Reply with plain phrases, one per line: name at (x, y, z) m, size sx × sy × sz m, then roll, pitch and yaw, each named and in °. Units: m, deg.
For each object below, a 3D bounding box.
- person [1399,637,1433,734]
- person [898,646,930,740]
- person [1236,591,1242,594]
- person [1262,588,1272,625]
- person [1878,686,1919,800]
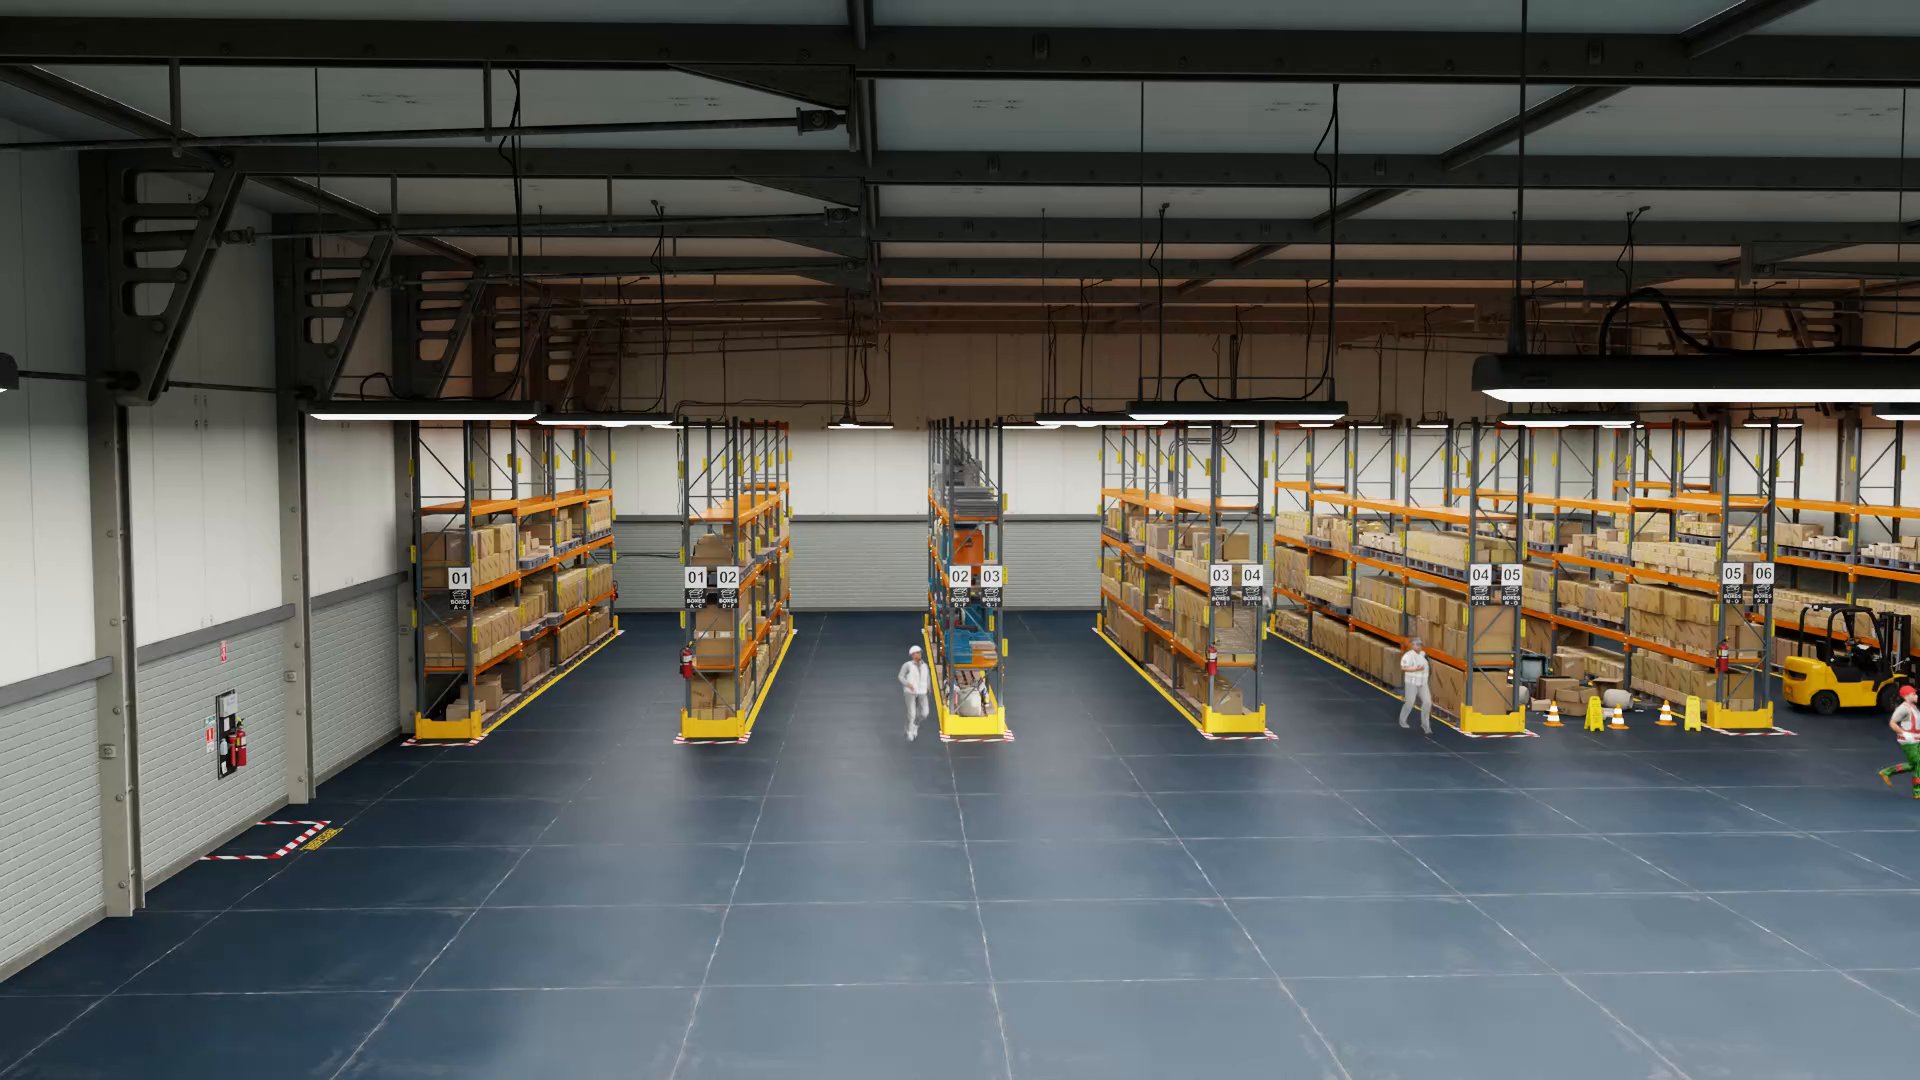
person at (8.691, 2.772, 31.734) m, size 0.651 × 1.870 × 0.705 m, roll -1°, pitch 4°, yaw -18°
person at (-0.794, 2.845, 30.893) m, size 0.685 × 1.738 × 0.523 m, roll -2°, pitch 4°, yaw -26°
person at (7.750, 1.816, 46.698) m, size 0.708 × 1.762 × 0.735 m, roll 1°, pitch 4°, yaw 10°
person at (8.001, 2.071, 44.018) m, size 0.508 × 1.596 × 0.666 m, roll 0°, pitch 4°, yaw -1°
person at (14.808, 3.152, 25.960) m, size 0.667 × 1.755 × 0.801 m, roll -4°, pitch 5°, yaw -44°
